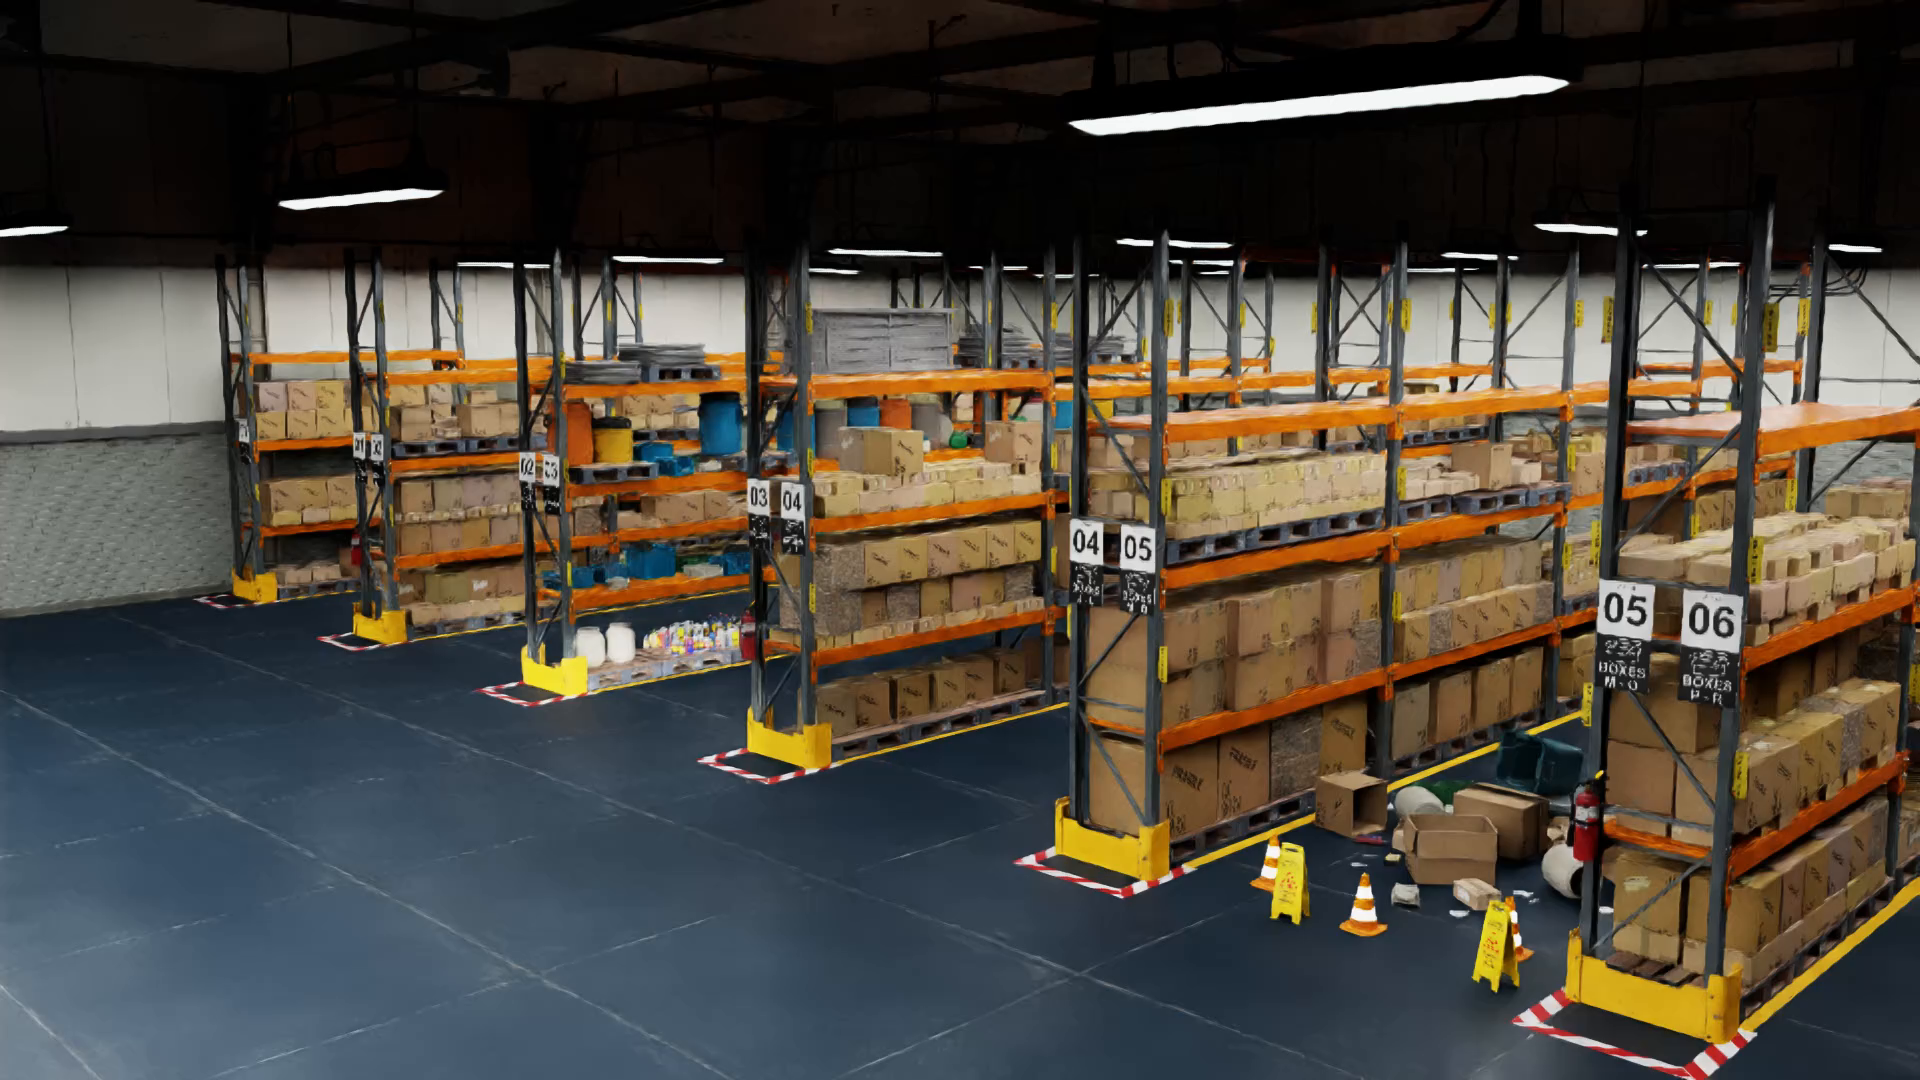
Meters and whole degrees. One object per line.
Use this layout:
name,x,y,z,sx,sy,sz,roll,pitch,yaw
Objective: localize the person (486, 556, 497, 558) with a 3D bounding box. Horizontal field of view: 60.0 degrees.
person,-8.644,0.021,30.795,0.380,1.715,0.565,2,8,17
